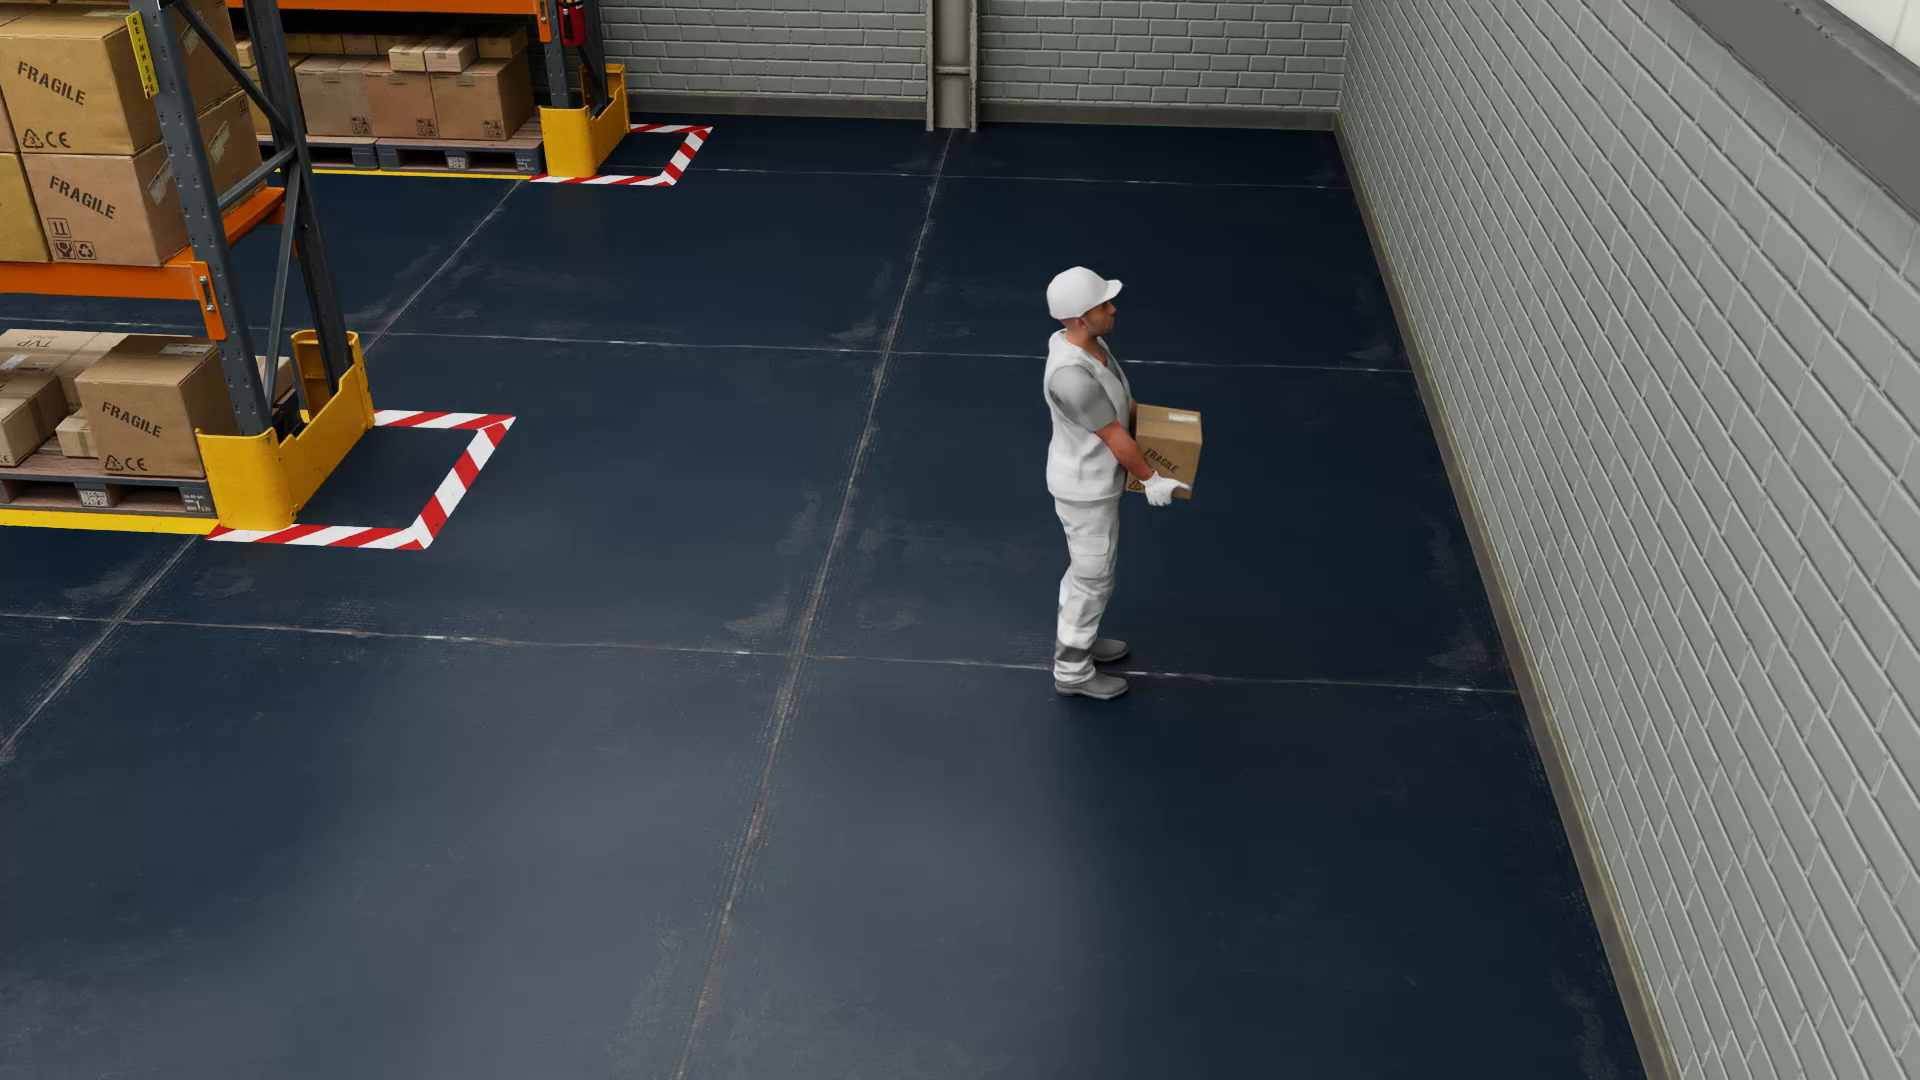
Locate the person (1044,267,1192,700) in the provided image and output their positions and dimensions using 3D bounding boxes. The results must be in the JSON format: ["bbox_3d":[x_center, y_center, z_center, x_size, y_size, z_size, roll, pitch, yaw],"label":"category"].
[{"bbox_3d":[0.602,-0.211,6.461,0.573,1.782,0.493,3,32,4],"label":"person"}]
